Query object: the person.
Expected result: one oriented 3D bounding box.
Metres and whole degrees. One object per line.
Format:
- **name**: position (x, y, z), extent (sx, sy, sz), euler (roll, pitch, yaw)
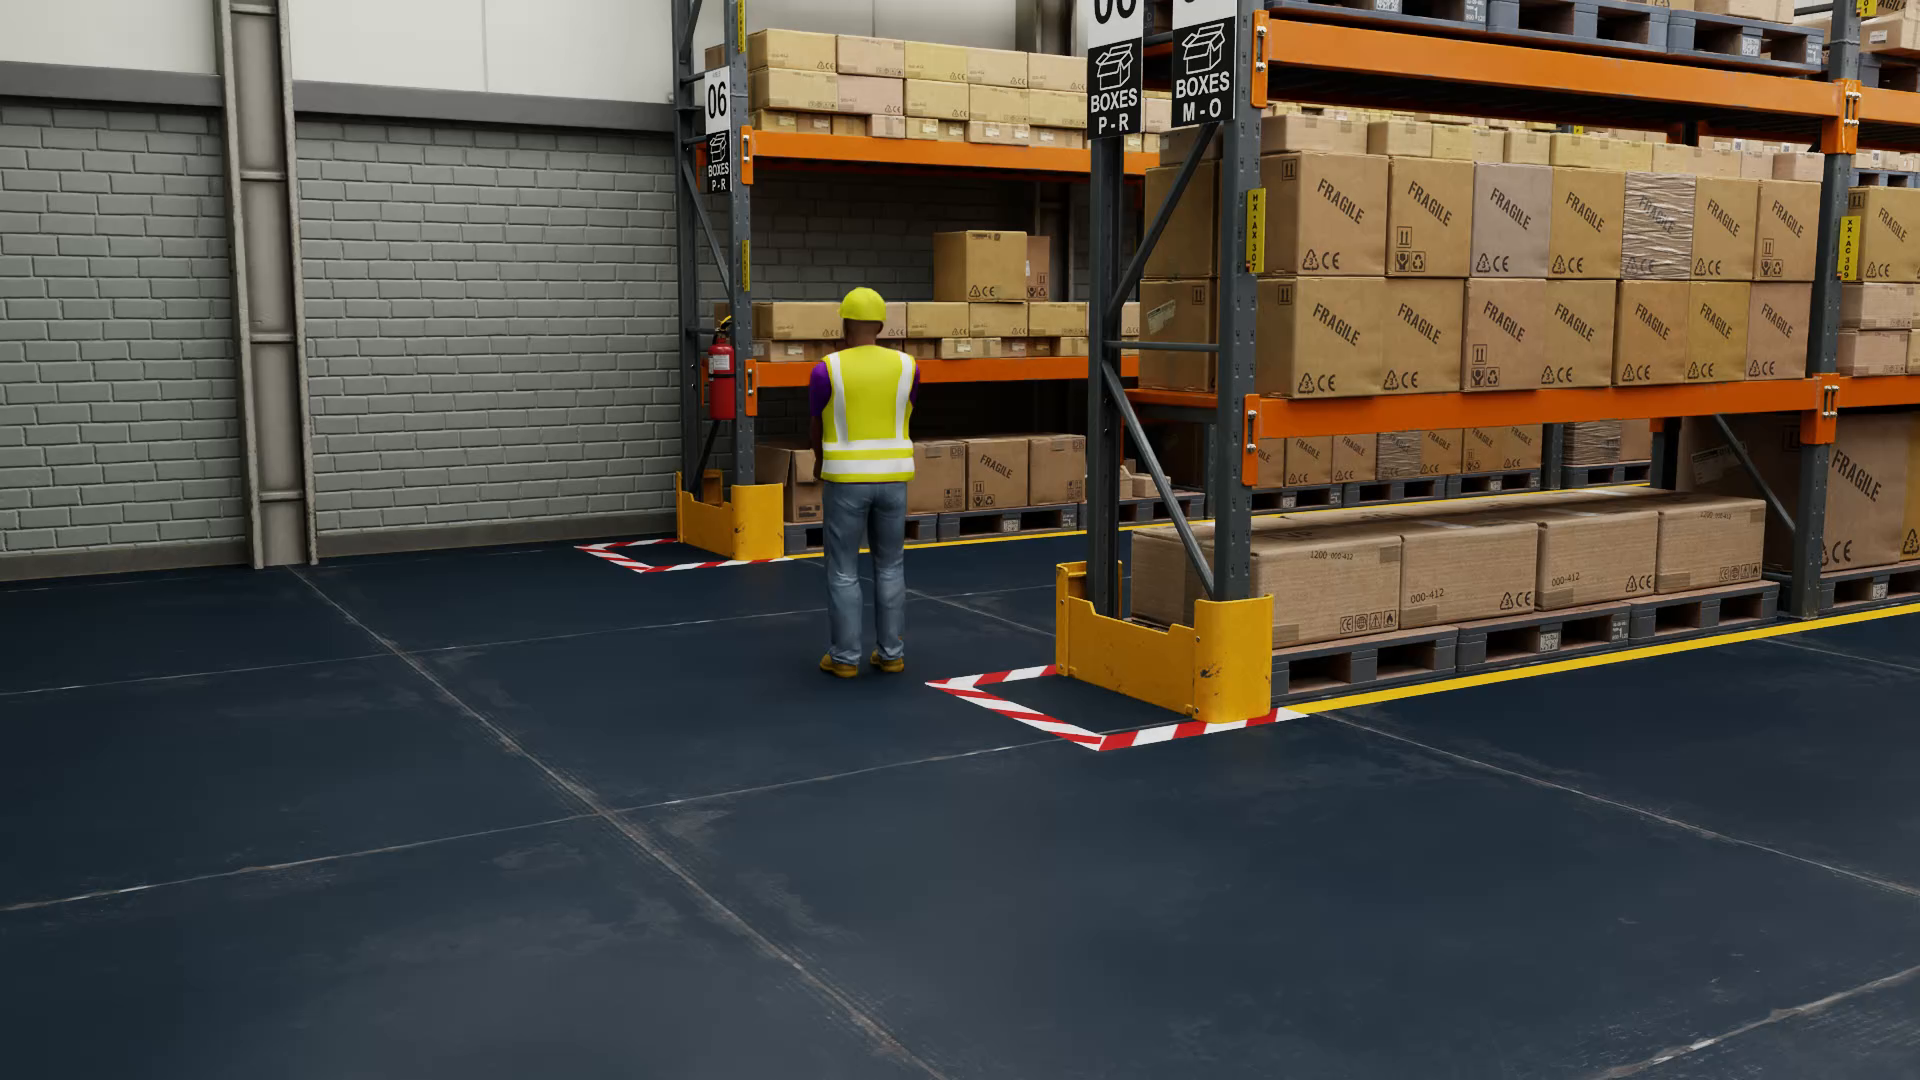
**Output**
- **person**: position (-0.451, -0.259, 7.587), extent (0.629, 1.759, 0.460), euler (-3, 9, -23)
